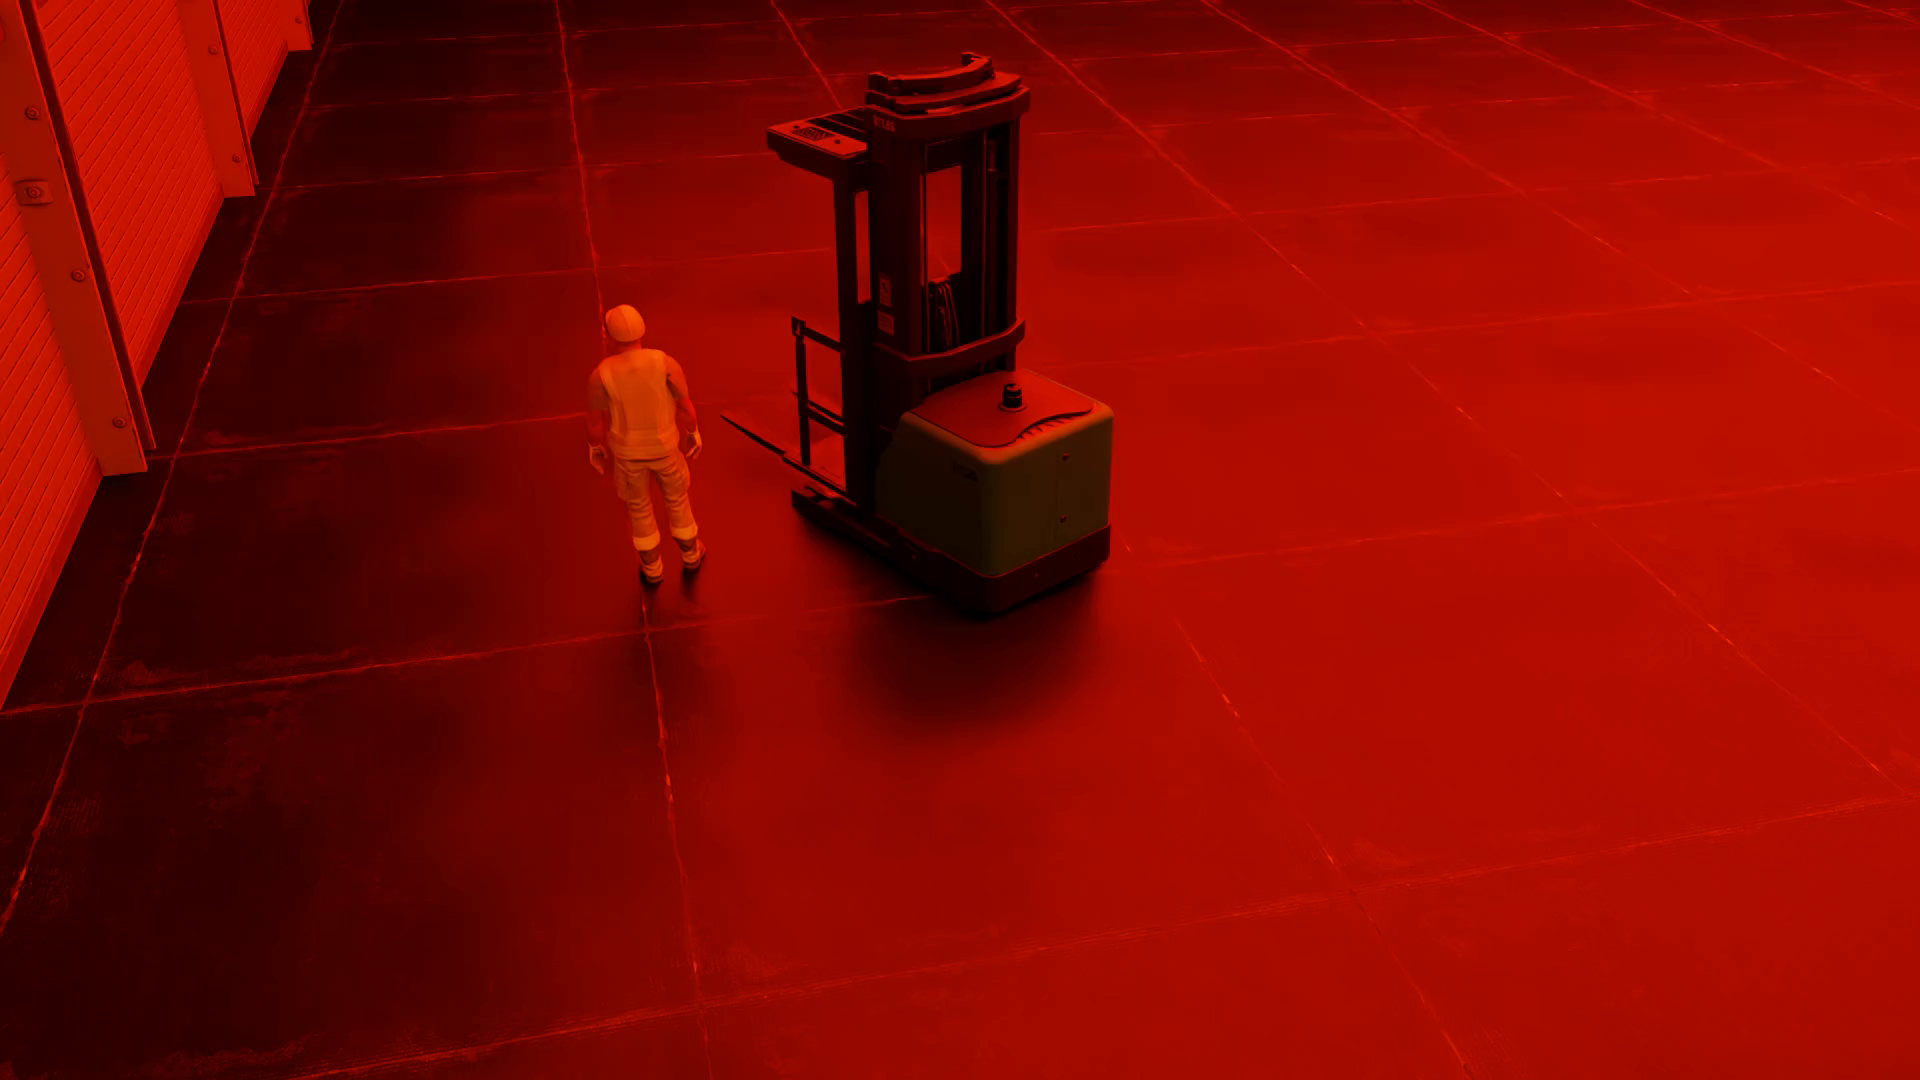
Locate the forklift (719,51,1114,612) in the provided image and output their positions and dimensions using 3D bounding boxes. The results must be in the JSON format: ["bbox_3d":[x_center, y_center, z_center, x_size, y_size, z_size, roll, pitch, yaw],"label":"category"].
[{"bbox_3d":[-0.436,-1.507,10.178,1.130,2.935,3.031,-24,38,-35],"label":"forklift"}]

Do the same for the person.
[{"bbox_3d":[-1.839,-0.575,9.700,0.647,1.793,0.542,-7,31,-12],"label":"person"}]
